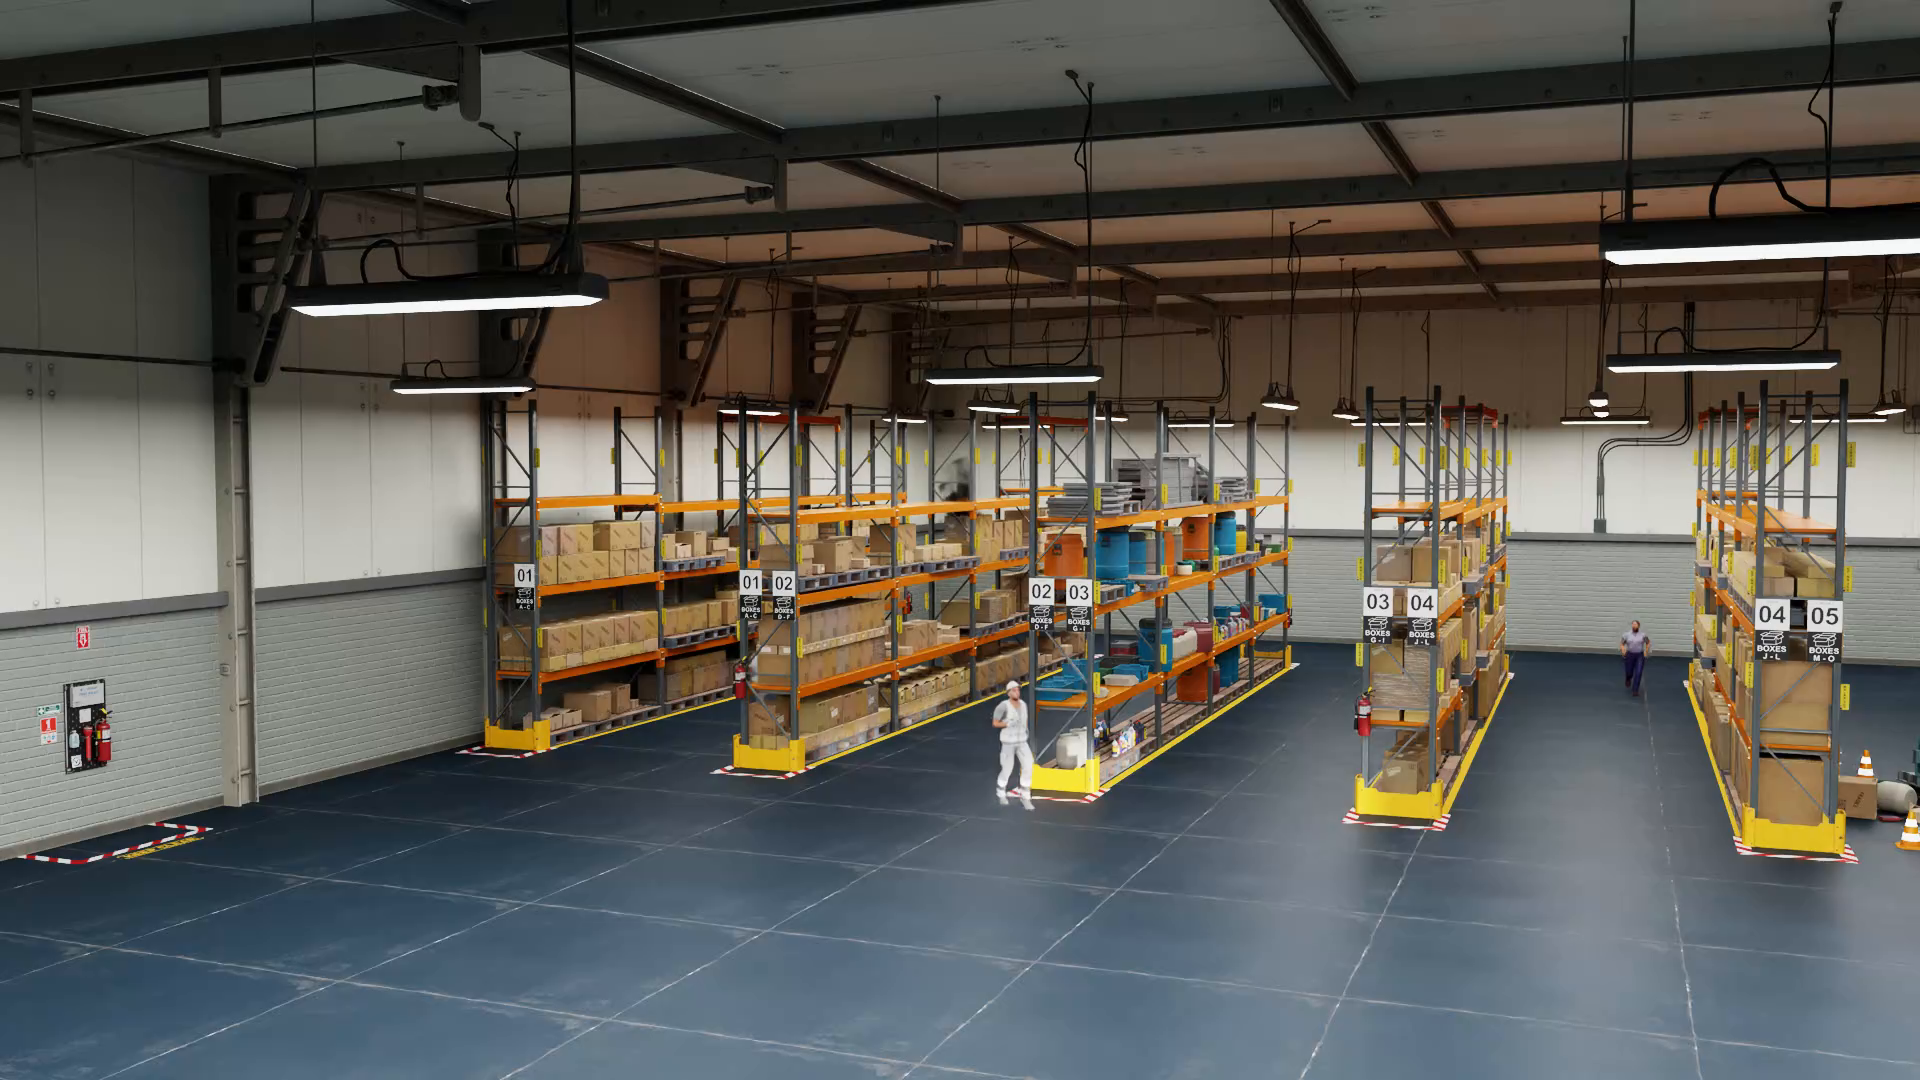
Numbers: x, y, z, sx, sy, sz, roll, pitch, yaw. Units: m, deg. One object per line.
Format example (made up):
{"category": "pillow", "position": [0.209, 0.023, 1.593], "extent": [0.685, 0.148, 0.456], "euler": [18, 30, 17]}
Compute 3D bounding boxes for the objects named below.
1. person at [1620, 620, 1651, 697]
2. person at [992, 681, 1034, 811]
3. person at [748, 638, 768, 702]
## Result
{"category": "person", "position": [14.243, 2.484, 35.068], "extent": [0.620, 1.595, 0.671], "euler": [1, 3, 19]}
{"category": "person", "position": [0.769, 2.939, 23.759], "extent": [0.659, 1.850, 0.679], "euler": [-1, 3, -27]}
{"category": "person", "position": [-3.652, 2.666, 30.599], "extent": [0.584, 1.745, 0.718], "euler": [1, 3, 19]}
